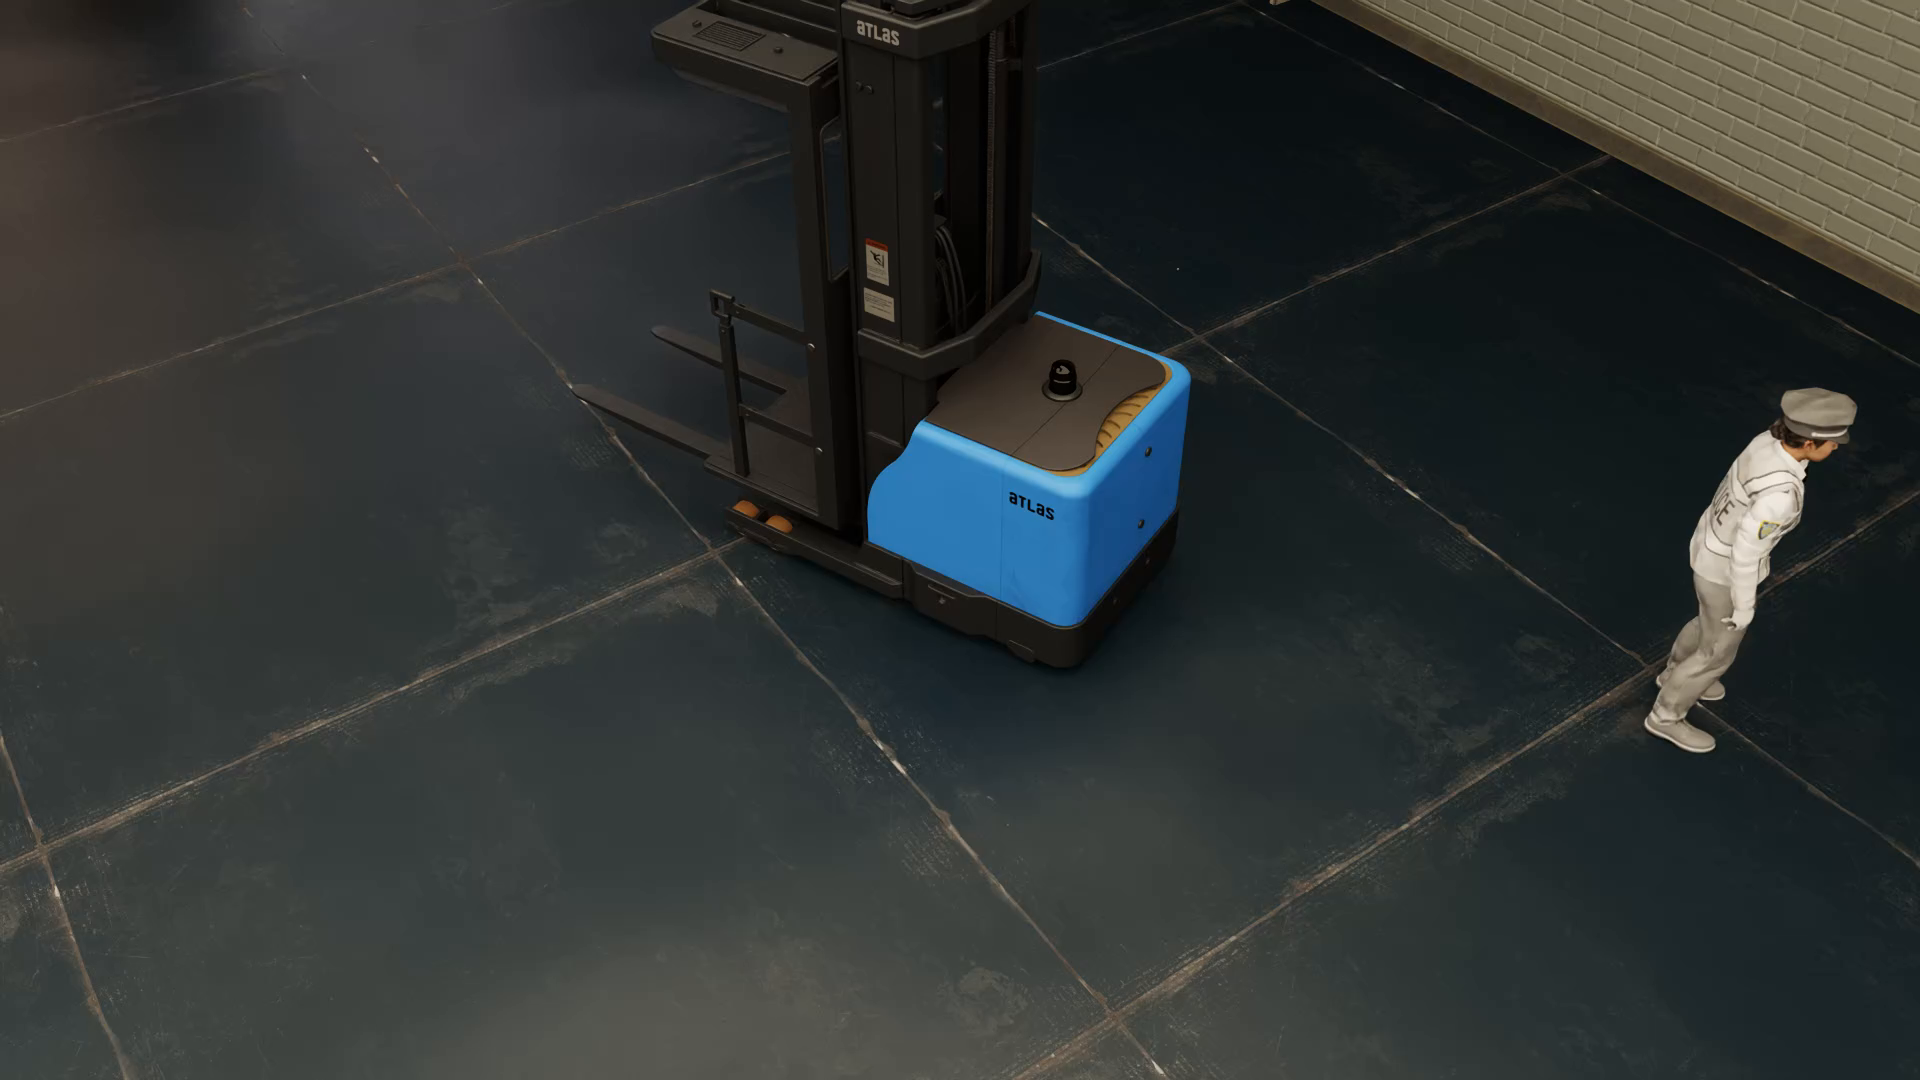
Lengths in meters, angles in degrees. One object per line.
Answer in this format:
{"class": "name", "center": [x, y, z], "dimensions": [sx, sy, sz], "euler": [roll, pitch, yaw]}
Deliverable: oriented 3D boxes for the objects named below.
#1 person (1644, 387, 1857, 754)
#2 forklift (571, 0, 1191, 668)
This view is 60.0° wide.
{"class": "person", "center": [3.057, 0.114, 6.535], "dimensions": [0.380, 1.667, 0.534], "euler": [14, 44, 14]}
{"class": "forklift", "center": [-0.511, -1.302, 7.129], "dimensions": [3.031, 2.935, 1.130], "euler": [24, 48, 24]}
